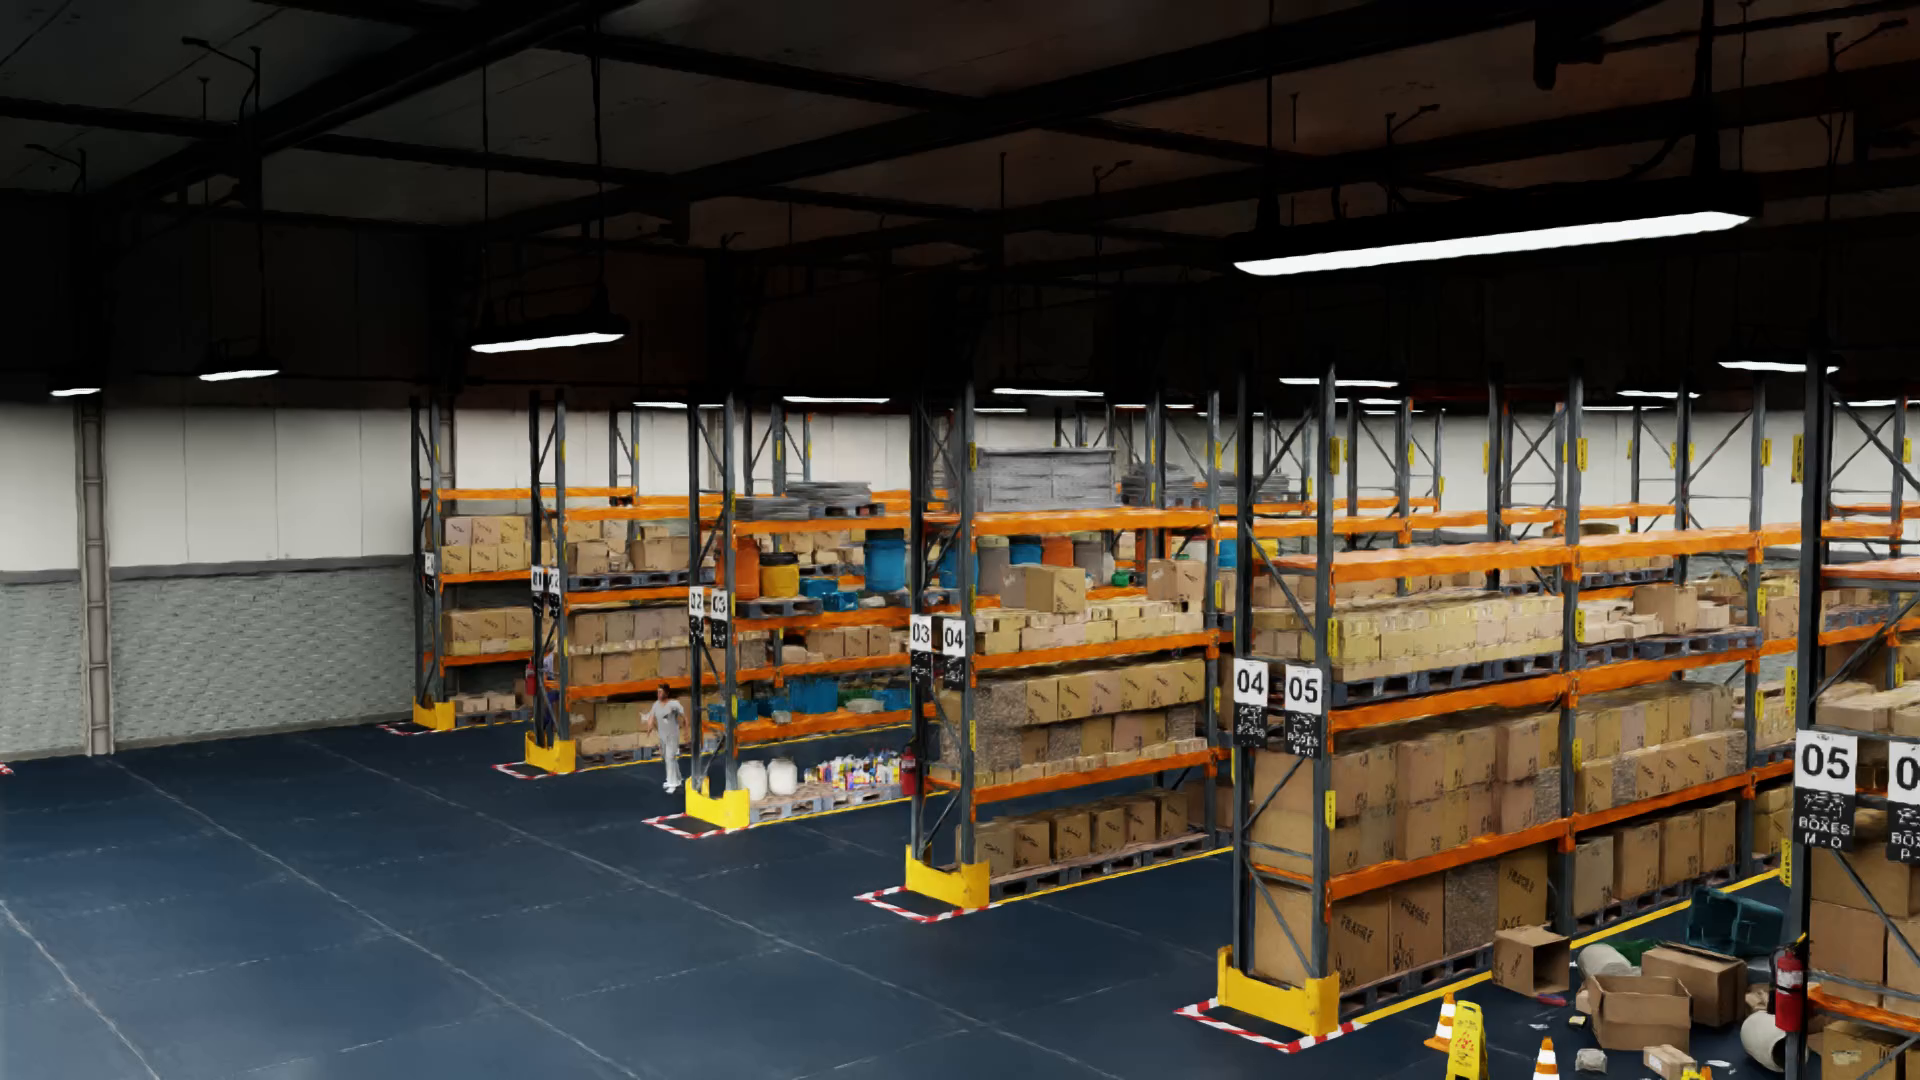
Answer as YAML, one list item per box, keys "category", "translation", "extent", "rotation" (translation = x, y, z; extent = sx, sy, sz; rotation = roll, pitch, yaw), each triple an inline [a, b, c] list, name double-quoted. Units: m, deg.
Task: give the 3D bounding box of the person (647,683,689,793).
- category: "person"
  translation: [-4.295, 2.902, 24.600]
  extent: [0.601, 1.616, 0.770]
  rotation: [2, 4, 30]

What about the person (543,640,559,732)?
- category: "person"
  translation: [-7.216, 2.605, 29.481]
  extent: [0.437, 1.645, 0.539]
  rotation: [1, 4, 21]
